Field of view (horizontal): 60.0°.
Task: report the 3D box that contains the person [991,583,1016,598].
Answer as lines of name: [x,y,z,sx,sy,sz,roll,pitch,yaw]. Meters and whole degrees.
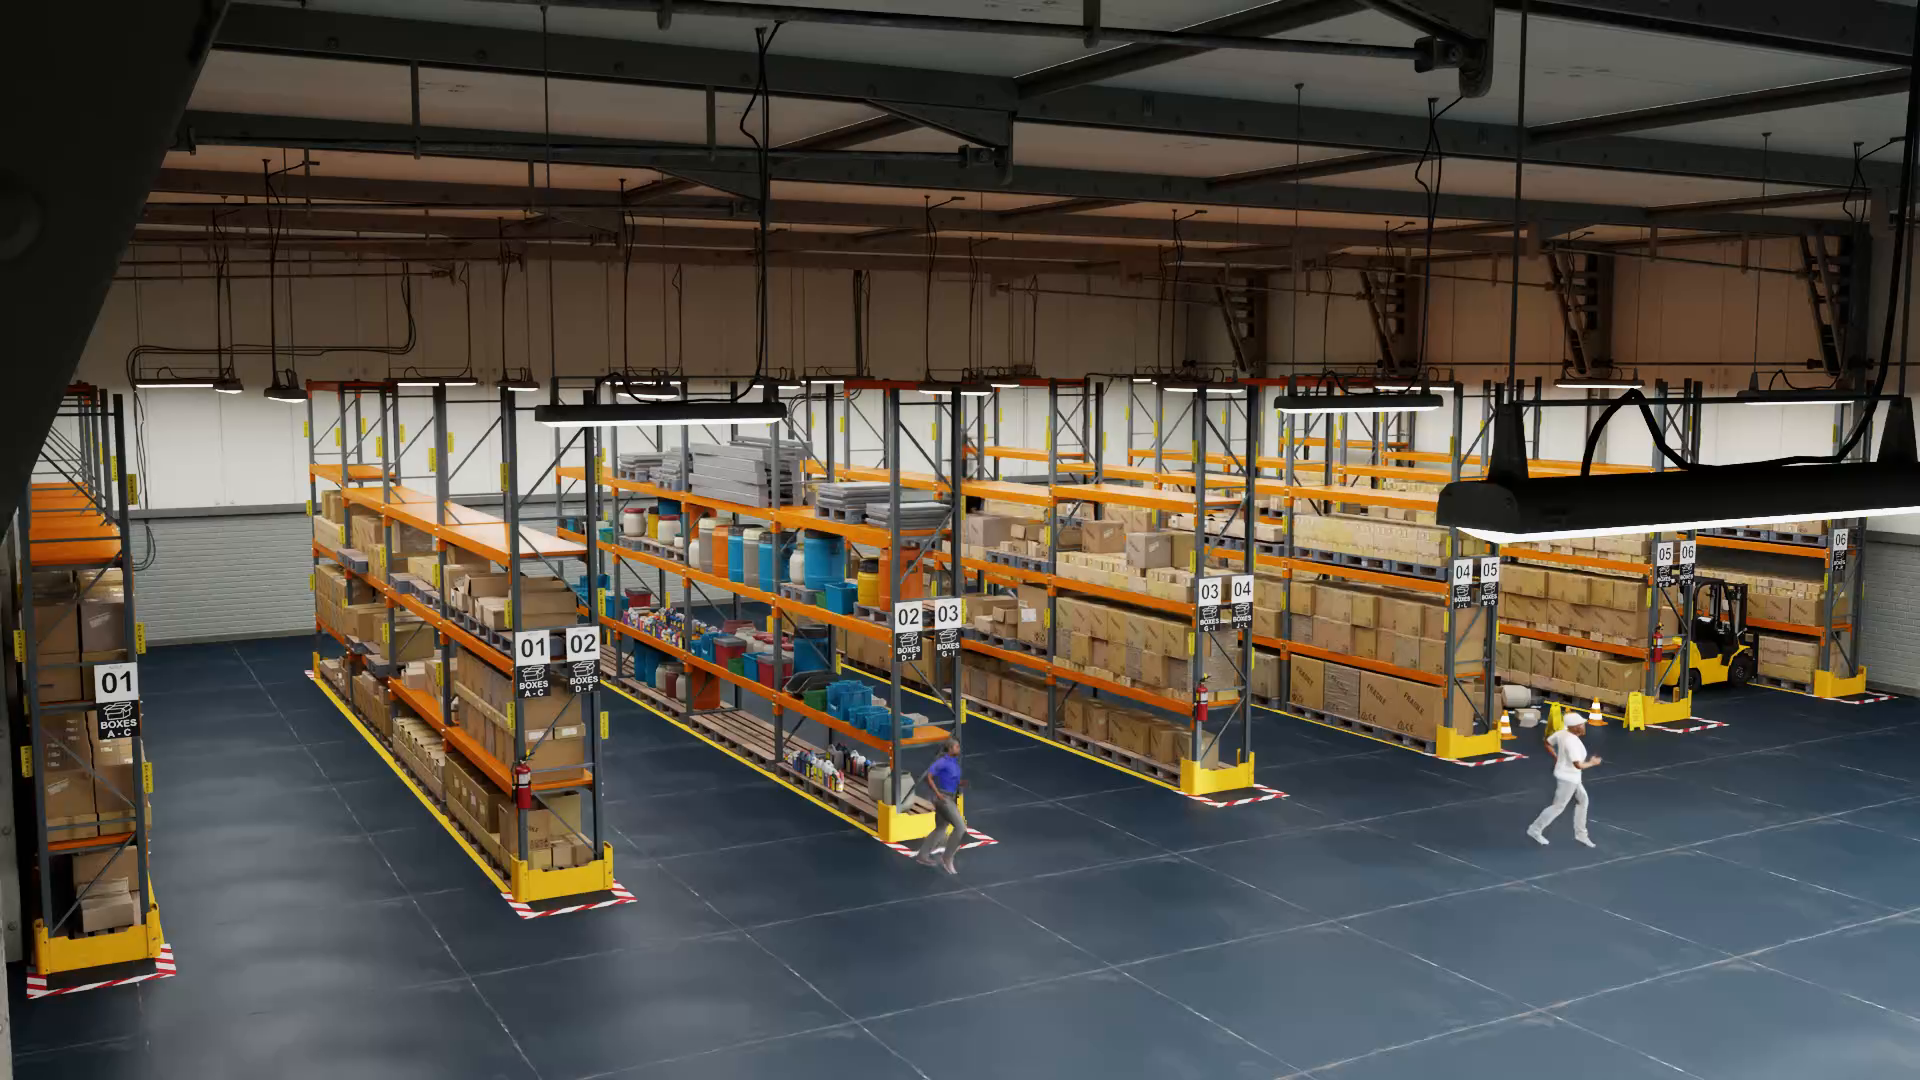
person: [1.036,1.025,42.175,0.923,1.687,0.761,5,8,38]

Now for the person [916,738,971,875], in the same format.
person: [-0.200,3.325,20.911,0.682,1.661,0.646,1,6,12]

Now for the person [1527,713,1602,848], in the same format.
person: [7.888,3.145,21.742,0.913,1.811,0.710,1,6,10]
